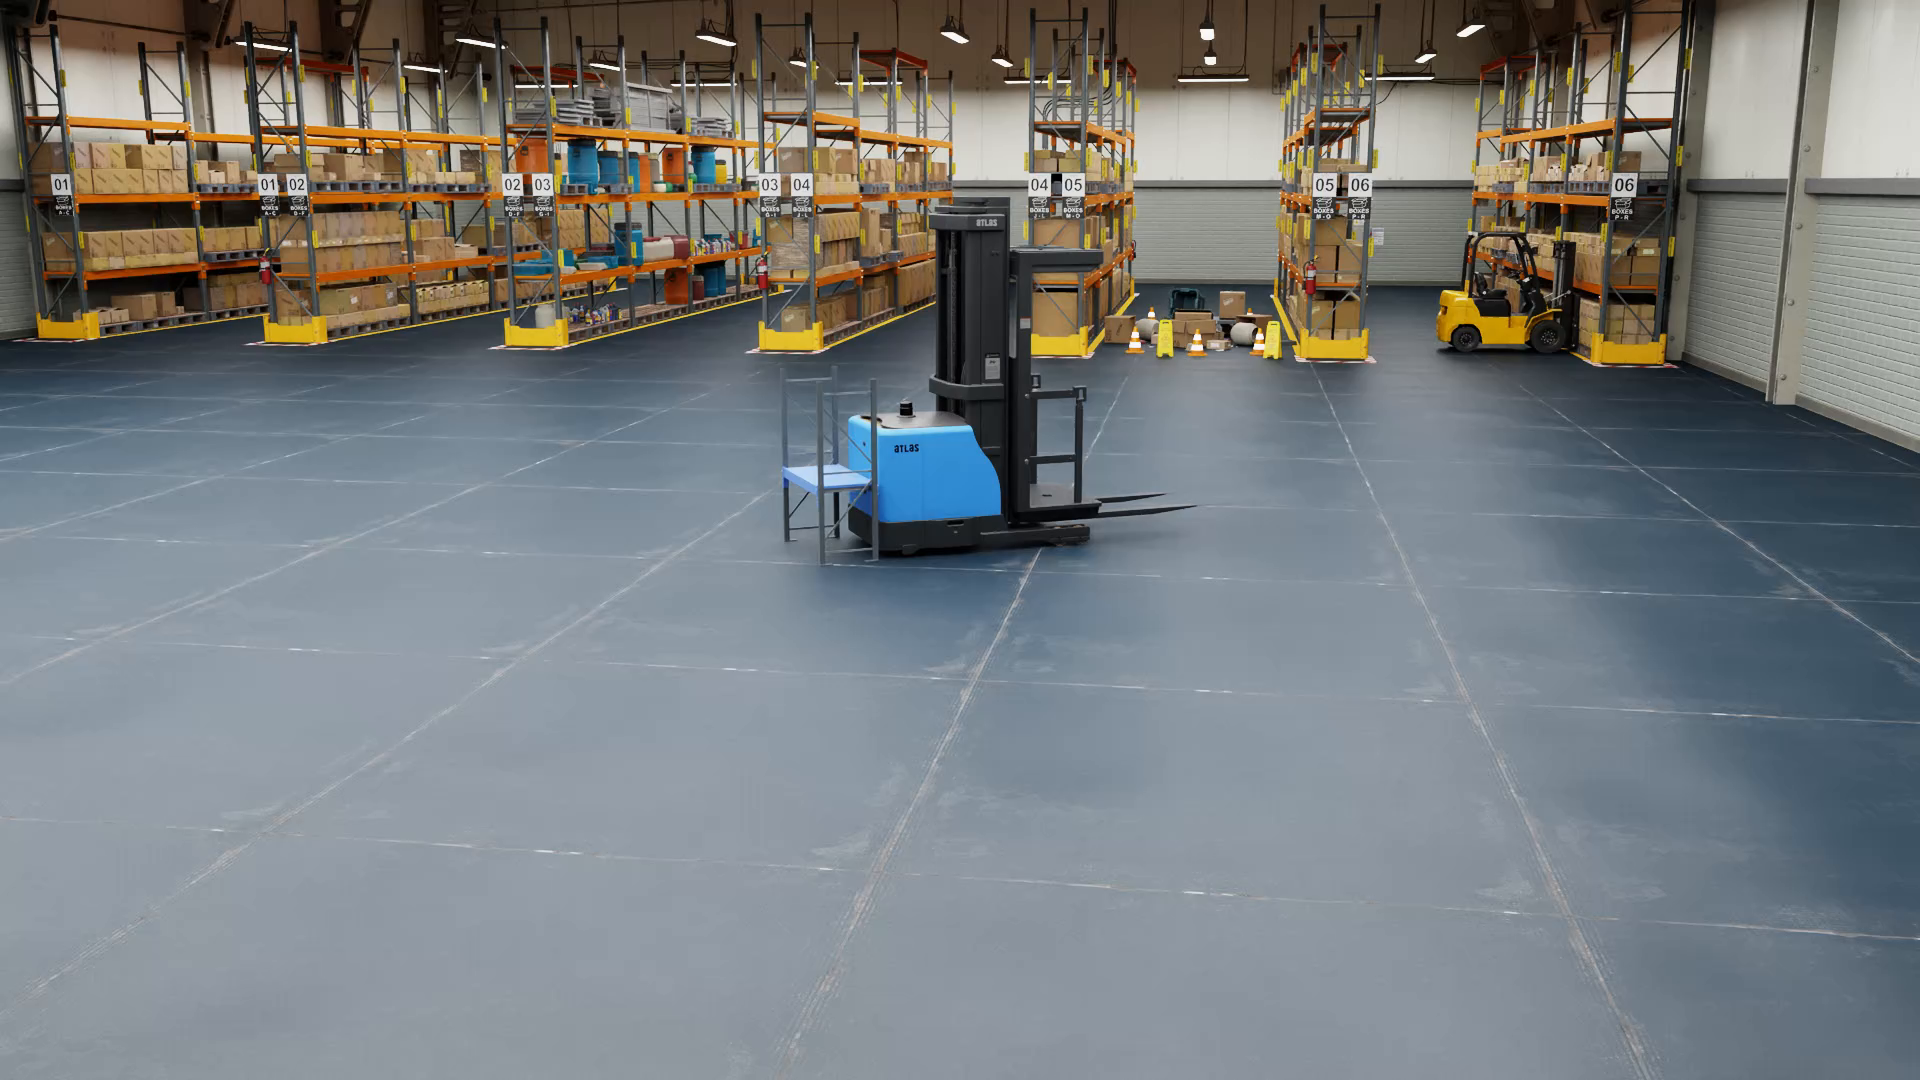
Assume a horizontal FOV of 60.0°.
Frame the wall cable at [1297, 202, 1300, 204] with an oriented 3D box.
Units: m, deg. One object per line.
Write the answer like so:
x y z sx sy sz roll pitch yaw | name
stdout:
9.933 -9.719 49.985 0.585 1.953 0.123 2 12 9 | wall cable

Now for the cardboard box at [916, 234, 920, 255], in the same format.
-1.277 -7.252 40.786 0.500 0.500 0.500 2 12 8 | cardboard box

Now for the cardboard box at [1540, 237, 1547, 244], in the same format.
12.113 -6.143 34.103 0.380 0.149 0.250 2 12 7 | cardboard box

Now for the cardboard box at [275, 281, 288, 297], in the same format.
-16.676 -6.011 40.156 0.700 0.500 0.500 2 12 9 | cardboard box

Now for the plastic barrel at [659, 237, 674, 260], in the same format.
-6.774 -6.682 38.115 0.421 0.512 0.421 0 12 0 | plastic barrel

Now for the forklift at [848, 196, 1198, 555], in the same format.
0.591 -1.479 14.399 3.031 2.935 1.130 -4 13 -20 | forklift

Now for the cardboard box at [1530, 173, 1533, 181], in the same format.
12.410 -7.751 35.538 0.380 0.166 0.250 2 12 9 | cardboard box

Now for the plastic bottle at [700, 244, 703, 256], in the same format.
-6.269 -7.042 40.327 0.061 0.283 0.133 2 12 9 | plastic bottle

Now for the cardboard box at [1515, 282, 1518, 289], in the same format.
12.601 -5.676 37.110 0.380 0.149 0.250 1 12 6 | cardboard box

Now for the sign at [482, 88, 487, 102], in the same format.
-11.172 -10.459 39.074 0.100 0.325 0.005 2 12 9 | sign

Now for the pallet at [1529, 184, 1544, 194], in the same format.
12.748 -7.437 35.210 1.213 0.211 1.003 2 12 11 | pallet

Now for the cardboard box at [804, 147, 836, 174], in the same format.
-2.668 -7.228 31.663 0.500 0.500 0.500 2 12 8 | cardboard box

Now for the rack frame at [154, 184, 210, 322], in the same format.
-17.232 -6.337 36.778 1.000 3.000 0.127 2 12 9 | rack frame

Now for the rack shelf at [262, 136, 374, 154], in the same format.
-16.309 -9.972 42.060 1.077 0.370 4.000 2 12 9 | rack shelf

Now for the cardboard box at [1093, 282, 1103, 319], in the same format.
2.496 -5.112 35.438 1.050 0.750 0.750 2 12 9 | cardboard box

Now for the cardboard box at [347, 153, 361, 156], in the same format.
-16.124 -10.169 44.782 0.500 0.500 0.500 2 12 8 | cardboard box

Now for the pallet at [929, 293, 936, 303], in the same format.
-1.124 -6.314 43.288 1.003 0.211 1.213 2 12 9 | pallet

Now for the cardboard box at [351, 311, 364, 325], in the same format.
-12.499 -4.519 33.870 0.500 0.250 0.500 2 12 9 | cardboard box

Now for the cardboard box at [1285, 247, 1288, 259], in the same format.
7.887 -6.726 38.938 0.500 0.250 0.500 2 12 8 | cardboard box

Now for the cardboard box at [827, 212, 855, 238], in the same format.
-2.421 -6.332 33.438 0.500 0.500 0.500 2 12 9 | cardboard box

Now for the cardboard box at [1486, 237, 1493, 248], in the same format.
13.279 -7.331 41.038 0.500 0.250 0.500 2 12 9 | cardboard box

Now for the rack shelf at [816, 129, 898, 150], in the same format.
-2.241 -8.657 35.962 1.077 0.370 4.000 2 12 9 | rack shelf

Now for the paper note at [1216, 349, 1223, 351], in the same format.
4.807 -3.512 30.716 0.148 0.019 0.142 -2 12 -11 | paper note

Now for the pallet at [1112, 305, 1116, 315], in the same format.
3.074 -5.306 38.613 1.003 0.211 1.213 2 12 9 | pallet

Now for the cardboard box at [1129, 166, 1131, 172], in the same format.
4.315 -9.765 43.789 0.380 0.149 0.250 2 12 10 | cardboard box

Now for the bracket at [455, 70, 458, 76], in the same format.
-15.411 -14.192 50.444 0.235 0.232 0.430 2 12 9 | bracket

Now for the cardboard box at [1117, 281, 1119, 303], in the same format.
3.540 -5.947 39.904 0.500 0.500 0.500 2 12 7 | cardboard box

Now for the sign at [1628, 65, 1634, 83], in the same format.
12.693 -8.818 31.457 0.100 0.325 0.005 2 12 9 | sign

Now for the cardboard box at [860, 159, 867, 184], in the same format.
-2.378 -7.672 34.612 0.797 0.503 0.637 1 12 6 | cardboard box

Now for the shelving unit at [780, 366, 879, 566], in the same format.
-1.101 -0.642 13.912 0.538 1.500 1.048 -5 13 -22 | shelving unit

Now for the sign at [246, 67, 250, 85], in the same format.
-13.485 -8.793 31.530 0.100 0.325 0.005 2 12 9 | sign

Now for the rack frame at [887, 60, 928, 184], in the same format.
-1.318 -10.454 41.640 1.000 3.000 0.127 2 12 9 | rack frame

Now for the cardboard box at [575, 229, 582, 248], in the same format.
-10.604 -8.200 45.183 0.500 0.500 0.500 2 12 8 | cardboard box

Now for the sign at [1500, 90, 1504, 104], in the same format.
12.846 -10.489 39.400 0.100 0.325 0.005 2 12 9 | sign

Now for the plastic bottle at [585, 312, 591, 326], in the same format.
-7.471 -4.432 33.371 0.097 0.271 0.097 0 12 0 | plastic bottle

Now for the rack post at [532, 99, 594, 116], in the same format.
-7.791 -8.483 32.677 0.937 0.300 0.954 2 12 8 | rack post

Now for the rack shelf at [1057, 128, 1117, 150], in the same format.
2.645 -8.476 35.119 1.077 0.370 4.000 2 12 9 | rack shelf

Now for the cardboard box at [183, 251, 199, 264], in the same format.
-17.005 -6.165 36.289 0.500 0.250 0.500 2 12 9 | cardboard box

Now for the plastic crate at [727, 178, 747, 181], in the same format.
-6.103 -9.641 45.136 0.504 0.338 0.767 2 12 9 | plastic crate

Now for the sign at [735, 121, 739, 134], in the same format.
-5.669 -10.494 42.322 0.100 0.325 0.005 2 12 9 | sign

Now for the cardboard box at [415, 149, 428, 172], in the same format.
-12.138 -8.389 36.757 0.500 0.500 0.500 3 13 14 | cardboard box

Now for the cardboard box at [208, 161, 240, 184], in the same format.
-16.879 -8.426 38.115 0.500 0.500 0.500 1 12 7 | cardboard box

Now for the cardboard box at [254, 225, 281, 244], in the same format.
-16.679 -7.336 40.130 0.700 0.500 0.500 0 12 2 | cardboard box

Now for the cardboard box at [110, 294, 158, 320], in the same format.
-17.402 -4.908 35.038 0.700 0.500 0.500 1 12 5 | cardboard box

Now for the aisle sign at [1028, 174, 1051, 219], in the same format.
1.414 -6.107 29.540 0.394 0.787 0.004 2 12 9 | aisle sign

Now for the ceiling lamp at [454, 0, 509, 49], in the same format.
-9.688 -11.847 34.250 0.800 3.185 2.000 2 12 9 | ceiling lamp

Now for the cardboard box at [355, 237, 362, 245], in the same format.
-12.441 -6.105 33.926 0.380 0.149 0.250 2 12 9 | cardboard box

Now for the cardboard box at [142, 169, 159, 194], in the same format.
-17.203 -7.527 34.897 0.500 0.500 0.500 1 12 6 | cardboard box

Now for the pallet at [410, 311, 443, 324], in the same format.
-12.262 -4.969 37.048 1.003 0.211 1.213 2 12 9 | pallet
